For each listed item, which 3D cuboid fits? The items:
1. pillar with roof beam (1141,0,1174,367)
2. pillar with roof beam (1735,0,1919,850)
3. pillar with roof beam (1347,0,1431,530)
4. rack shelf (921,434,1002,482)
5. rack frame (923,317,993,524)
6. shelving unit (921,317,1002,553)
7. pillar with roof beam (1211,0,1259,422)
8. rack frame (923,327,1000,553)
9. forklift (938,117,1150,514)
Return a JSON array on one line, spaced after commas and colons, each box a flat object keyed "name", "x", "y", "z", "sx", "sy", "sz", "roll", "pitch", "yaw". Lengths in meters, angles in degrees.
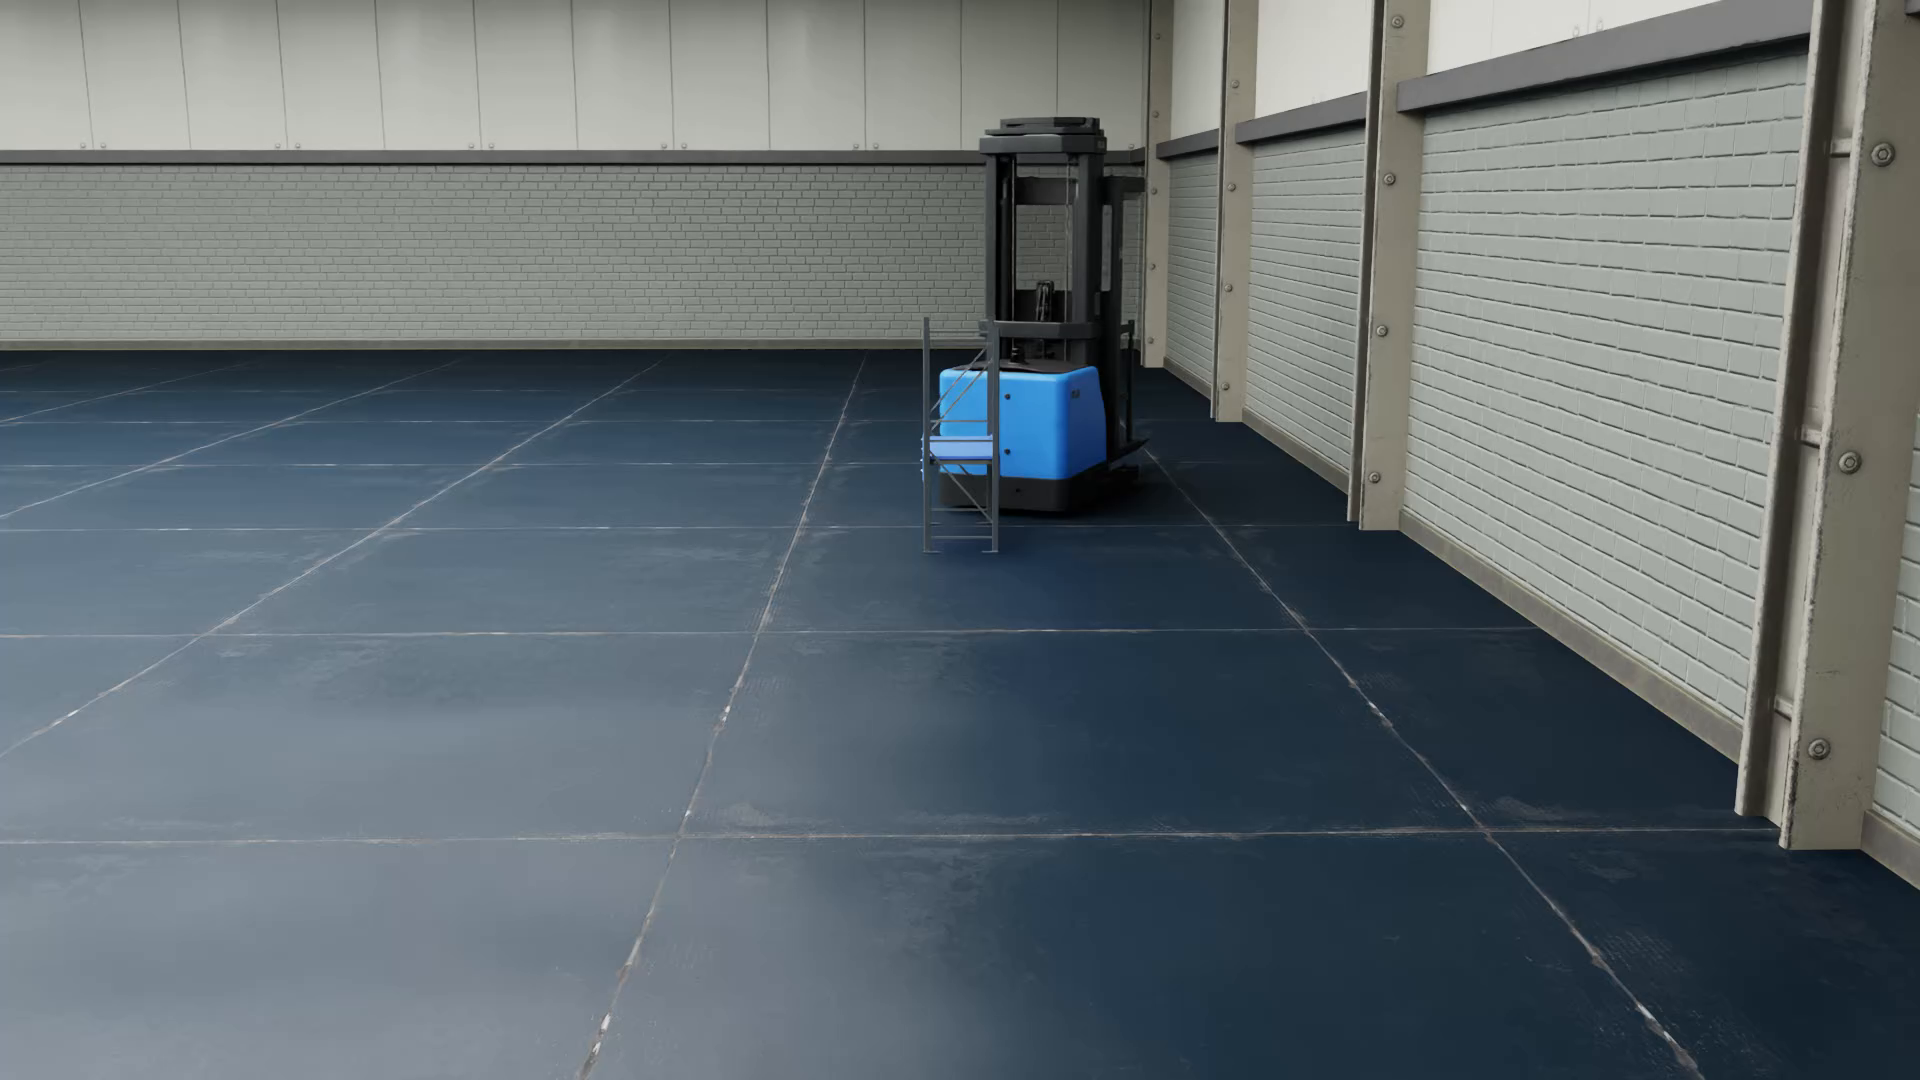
[{"name": "pillar with roof beam", "x": -1.533, "y": -6.888, "z": 22.880, "sx": 9.100, "sy": 9.000, "sz": 0.400, "roll": 0, "pitch": 11, "yaw": -1}, {"name": "pillar with roof beam", "x": -1.161, "y": -3.310, "z": 5.243, "sx": 9.100, "sy": 9.000, "sz": 0.400, "roll": 0, "pitch": 11, "yaw": -1}, {"name": "pillar with roof beam", "x": -1.285, "y": -4.503, "z": 11.122, "sx": 9.100, "sy": 9.000, "sz": 0.400, "roll": 0, "pitch": 11, "yaw": -1}, {"name": "rack shelf", "x": -0.002, "y": -0.576, "z": 11.529, "sx": 0.538, "sy": 0.185, "sz": 1.000, "roll": 0, "pitch": 11, "yaw": -1}, {"name": "rack frame", "x": -0.012, "y": -0.853, "z": 11.992, "sx": 0.500, "sy": 1.500, "sz": 0.032, "roll": 0, "pitch": 11, "yaw": -1}, {"name": "shelving unit", "x": -0.002, "y": -0.752, "z": 11.494, "sx": 0.538, "sy": 1.500, "sz": 1.048, "roll": 0, "pitch": 11, "yaw": -1}, {"name": "pillar with roof beam", "x": -1.409, "y": -5.696, "z": 17.001, "sx": 9.100, "sy": 9.000, "sz": 0.400, "roll": 0, "pitch": 11, "yaw": -1}, {"name": "rack frame", "x": 0.009, "y": -0.651, "z": 10.995, "sx": 0.500, "sy": 1.500, "sz": 0.032, "roll": 0, "pitch": 11, "yaw": -1}, {"name": "forklift", "x": 0.841, "y": -1.885, "z": 13.476, "sx": 1.130, "sy": 2.935, "sz": 3.031, "roll": 4, "pitch": 12, "yaw": 21}]
